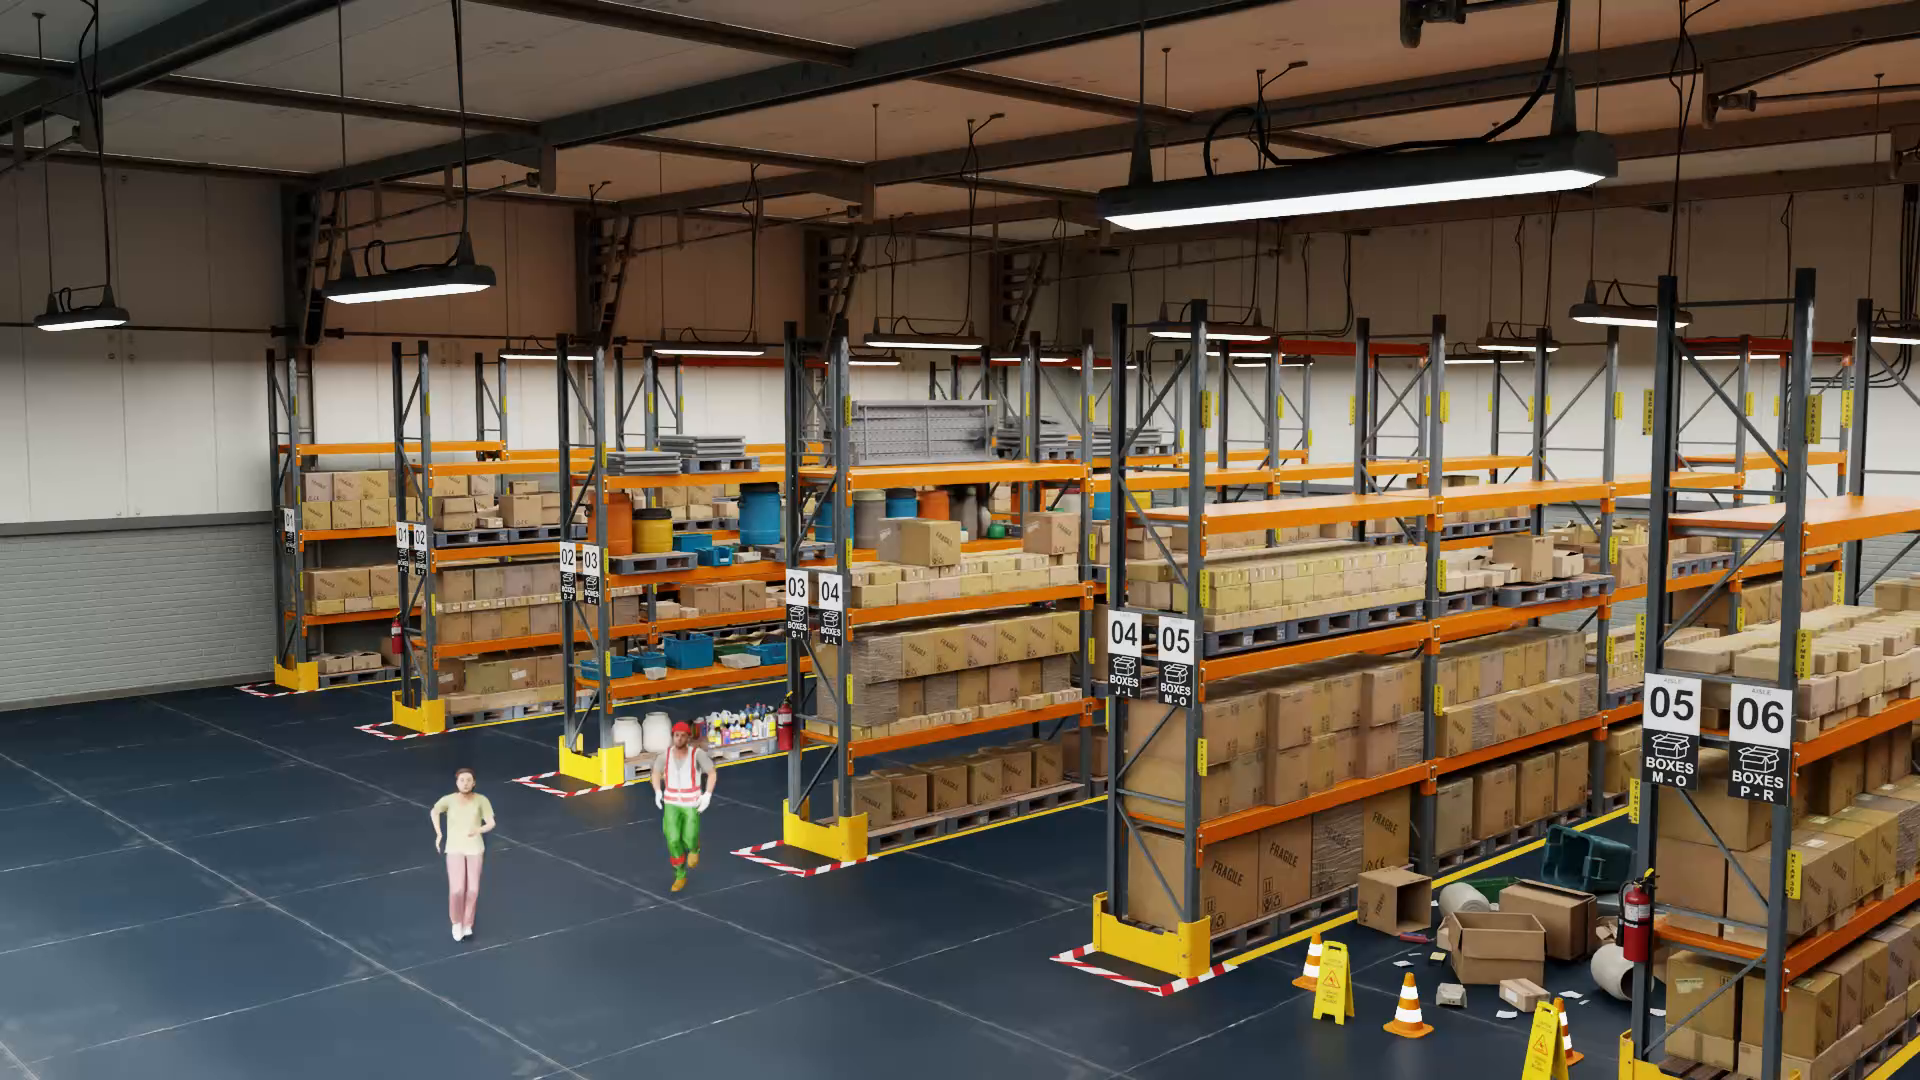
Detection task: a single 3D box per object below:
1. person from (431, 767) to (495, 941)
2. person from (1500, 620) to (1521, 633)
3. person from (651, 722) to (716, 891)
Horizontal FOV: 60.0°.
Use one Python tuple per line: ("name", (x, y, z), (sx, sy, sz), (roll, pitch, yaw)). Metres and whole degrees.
("person", (-4.683, 2.972, 15.732), (0.565, 1.627, 0.599), (-2, 5, -21))
("person", (8.725, 2.054, 26.186), (0.635, 1.770, 0.755), (5, 7, 44))
("person", (-2.927, 2.778, 17.634), (0.691, 1.751, 0.669), (0, 5, 0))
